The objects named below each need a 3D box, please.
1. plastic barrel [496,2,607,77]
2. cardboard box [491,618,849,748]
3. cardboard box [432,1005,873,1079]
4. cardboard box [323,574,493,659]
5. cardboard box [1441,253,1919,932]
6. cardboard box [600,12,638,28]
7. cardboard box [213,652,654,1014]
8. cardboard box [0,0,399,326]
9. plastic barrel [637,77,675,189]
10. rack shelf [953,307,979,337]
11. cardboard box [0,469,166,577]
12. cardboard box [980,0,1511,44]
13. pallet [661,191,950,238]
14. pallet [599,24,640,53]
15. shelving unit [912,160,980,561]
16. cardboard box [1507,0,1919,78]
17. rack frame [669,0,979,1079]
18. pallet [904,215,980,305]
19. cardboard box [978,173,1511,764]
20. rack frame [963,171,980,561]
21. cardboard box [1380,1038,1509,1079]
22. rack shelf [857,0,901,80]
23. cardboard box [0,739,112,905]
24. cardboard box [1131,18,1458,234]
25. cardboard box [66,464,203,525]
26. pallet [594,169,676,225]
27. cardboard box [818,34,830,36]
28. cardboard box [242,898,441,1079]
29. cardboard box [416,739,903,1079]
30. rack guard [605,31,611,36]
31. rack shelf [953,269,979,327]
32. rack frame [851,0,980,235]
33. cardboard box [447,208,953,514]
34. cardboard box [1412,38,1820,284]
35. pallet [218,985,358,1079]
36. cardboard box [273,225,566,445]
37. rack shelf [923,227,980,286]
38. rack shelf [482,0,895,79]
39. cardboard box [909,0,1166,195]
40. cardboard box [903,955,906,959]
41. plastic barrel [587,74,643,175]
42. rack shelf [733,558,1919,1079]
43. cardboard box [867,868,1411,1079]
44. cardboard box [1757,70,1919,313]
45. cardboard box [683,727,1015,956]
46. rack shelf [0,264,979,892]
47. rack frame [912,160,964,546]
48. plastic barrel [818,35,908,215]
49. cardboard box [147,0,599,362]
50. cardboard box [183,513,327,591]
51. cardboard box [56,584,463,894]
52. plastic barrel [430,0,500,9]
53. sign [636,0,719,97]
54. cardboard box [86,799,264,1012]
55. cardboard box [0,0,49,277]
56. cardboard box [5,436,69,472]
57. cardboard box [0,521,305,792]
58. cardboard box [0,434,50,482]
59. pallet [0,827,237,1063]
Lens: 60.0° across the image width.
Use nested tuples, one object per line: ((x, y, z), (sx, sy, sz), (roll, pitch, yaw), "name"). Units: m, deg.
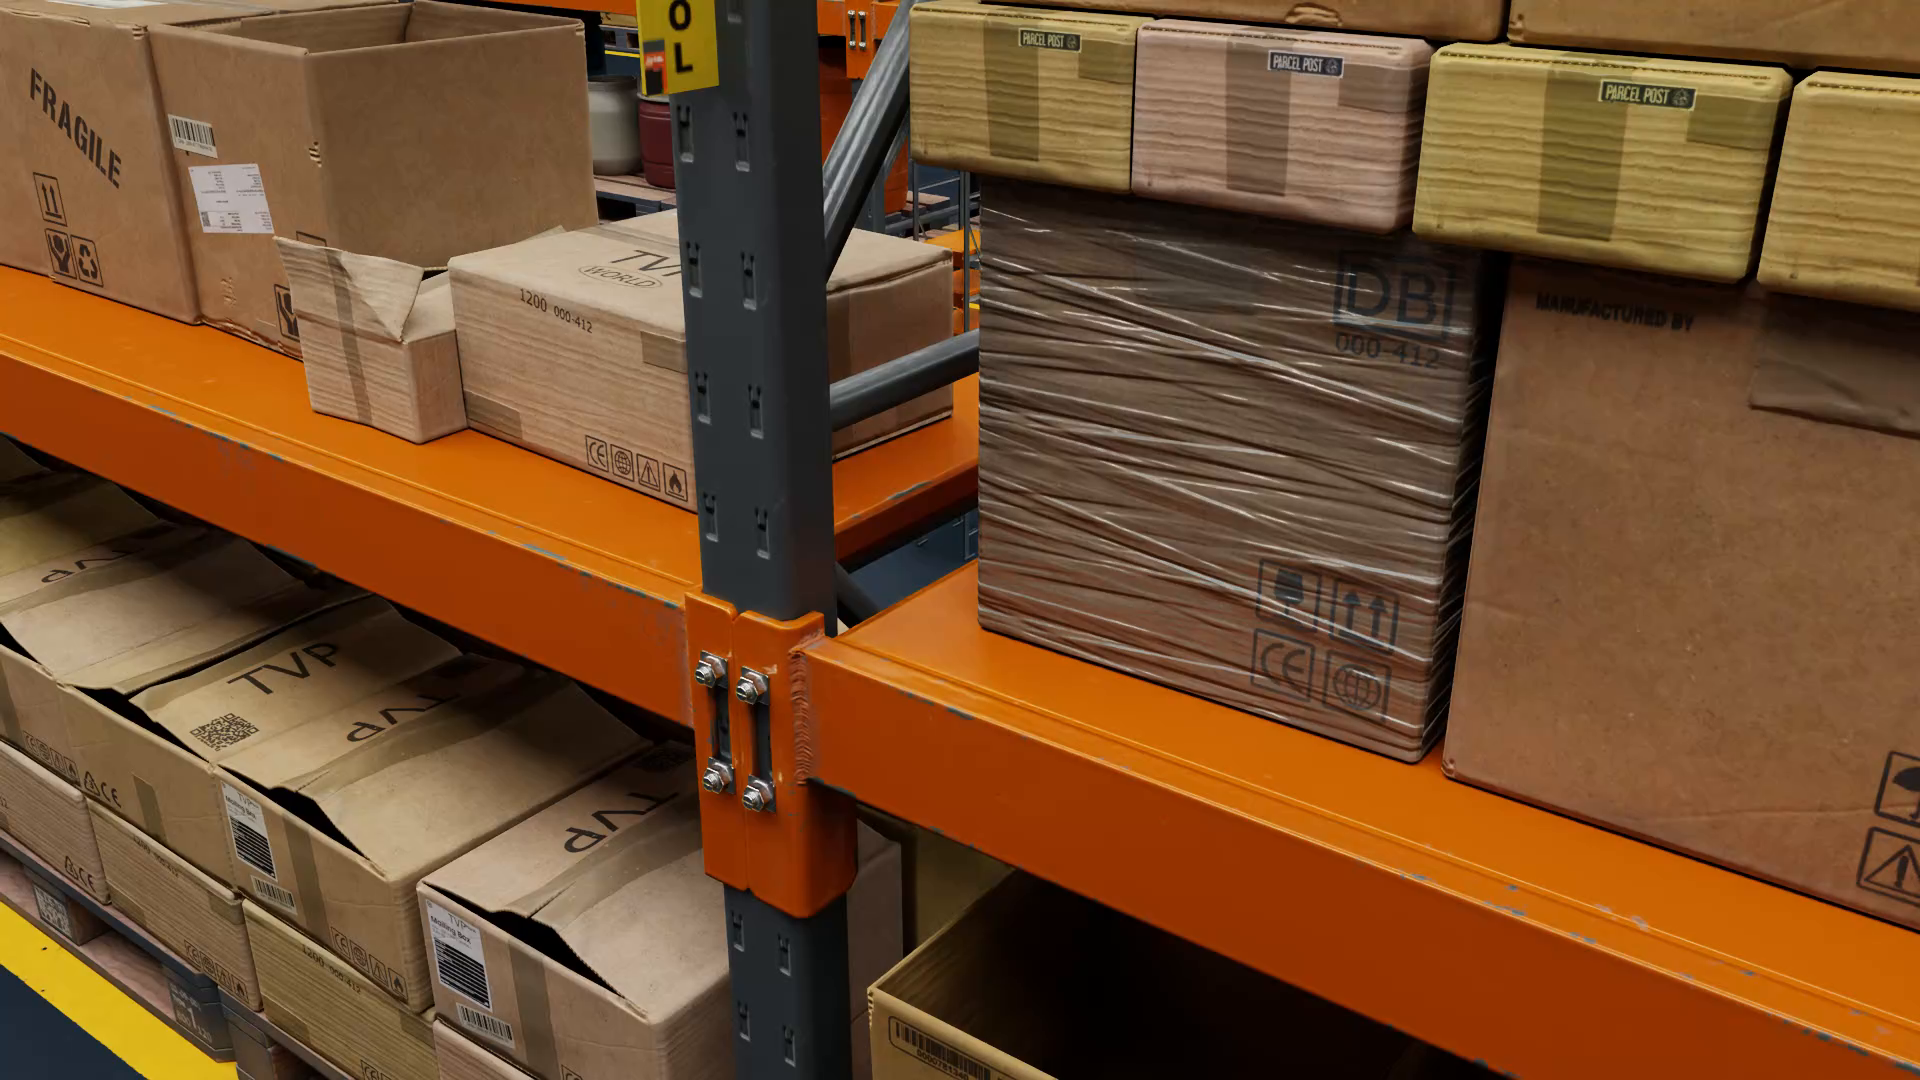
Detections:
((-2.373, -2.704, 9.749), (0.708, 0.901, 0.600), (17, 29, 33), "plastic barrel")
((-0.516, 0.258, 3.139), (0.500, 0.311, 0.500), (16, 29, 33), "cardboard box")
((-0.443, 0.811, 2.579), (0.500, 0.250, 0.500), (16, 29, 33), "cardboard box")
((-0.931, 0.133, 3.422), (0.500, 0.311, 0.500), (16, 28, 32), "cardboard box")
((0.847, -0.064, 1.551), (0.500, 0.500, 0.700), (16, 29, 33), "cardboard box")
((-3.035, -5.437, 15.983), (0.875, 0.875, 0.875), (17, 29, 33), "cardboard box")
((-0.853, 0.431, 2.744), (0.500, 0.311, 0.500), (18, 29, 35), "cardboard box")
((-1.364, -0.734, 3.072), (0.500, 0.500, 0.500), (17, 29, 33), "cardboard box")
((-1.470, -2.288, 9.192), (0.708, 0.588, 0.600), (17, 29, 33), "plastic barrel")
((0.012, -0.615, 4.970), (0.180, 0.103, 0.258), (17, 29, 33), "rack shelf")
((-2.063, 0.063, 3.580), (0.500, 0.311, 0.500), (16, 28, 32), "cardboard box")
((0.422, -0.783, 1.574), (0.500, 0.500, 0.700), (17, 29, 34), "cardboard box")
((-0.820, -1.714, 8.879), (1.213, 0.211, 1.003), (17, 29, 33), "pallet")
((-2.909, -4.902, 16.113), (1.213, 0.211, 1.003), (17, 29, 33), "pallet")
((0.012, -0.546, 5.000), (0.189, 1.200, 0.258), (17, 29, 33), "shelving unit")
((0.827, -0.661, 1.297), (0.500, 0.500, 0.700), (17, 29, 33), "cardboard box")
((0.063, -0.249, 2.094), (0.127, 3.000, 1.000), (17, 29, 33), "rack frame")
((0.432, -1.337, 8.024), (1.213, 0.211, 1.003), (17, 29, 33), "pallet")
((0.422, -0.189, 1.835), (0.500, 0.500, 0.700), (16, 28, 32), "cardboard box")
((0.085, -0.523, 4.950), (0.006, 1.200, 0.240), (17, 29, 33), "rack frame")
((0.651, 0.806, 1.661), (0.500, 0.500, 0.500), (17, 29, 33), "cardboard box")
((1.436, -2.000, 6.962), (4.000, 0.370, 1.077), (17, 29, 33), "rack shelf")
((-1.663, 0.441, 3.419), (0.500, 0.250, 0.500), (18, 29, 34), "cardboard box")
((0.362, -0.403, 1.517), (0.250, 0.149, 0.380), (17, 29, 34), "cardboard box")
((-1.749, -0.113, 3.980), (0.500, 0.311, 0.500), (17, 29, 33), "cardboard box")
((-1.792, -2.010, 9.549), (1.213, 0.211, 1.003), (17, 29, 33), "pallet")
((-0.875, -4.784, 14.502), (0.875, 0.875, 0.875), (17, 29, 33), "cardboard box")
((-0.847, 0.688, 2.858), (0.500, 0.250, 0.500), (16, 29, 33), "cardboard box")
((-0.433, 0.555, 2.463), (0.500, 0.311, 0.500), (17, 29, 33), "cardboard box")
((-3.615, -5.208, 16.450), (0.348, 0.500, 1.175), (17, 29, 33), "rack guard")
((0.012, -0.725, 4.921), (0.180, 0.103, 0.258), (17, 29, 33), "rack shelf")
((-0.164, -2.813, 7.915), (0.127, 3.000, 1.000), (17, 29, 33), "rack frame")
((-0.357, -0.285, 2.363), (0.500, 0.250, 0.500), (19, 30, 36), "cardboard box")
((0.570, -0.341, 1.376), (0.250, 0.149, 0.380), (16, 28, 32), "cardboard box")
((-0.550, 0.862, 3.032), (1.213, 0.211, 1.003), (17, 29, 33), "pallet")
((-0.751, -0.341, 2.470), (0.258, 0.266, 0.396), (16, 28, 32), "cardboard box")
((0.012, -0.834, 4.873), (0.180, 0.103, 0.258), (17, 29, 33), "rack shelf")
((-1.765, -2.968, 9.158), (4.000, 0.370, 1.077), (17, 29, 33), "rack shelf")
((0.162, -0.464, 1.654), (0.250, 0.149, 0.380), (17, 29, 33), "cardboard box")
((-0.111, 0.640, 2.967), (0.500, 0.250, 0.500), (16, 28, 32), "cardboard box")
((-1.975, -2.361, 9.452), (0.421, 0.512, 0.421), (0, 24, 0), "plastic barrel")
((1.663, 0.564, 1.142), (4.000, 0.370, 1.077), (17, 29, 33), "rack shelf")
((0.246, 0.687, 1.929), (0.500, 0.500, 0.500), (17, 29, 33), "cardboard box")
((0.781, -0.278, 1.233), (0.250, 0.149, 0.380), (17, 29, 33), "cardboard box")
((-0.119, 0.380, 2.860), (0.500, 0.311, 0.500), (17, 29, 33), "cardboard box")
((-1.538, -0.403, 3.337), (4.000, 0.370, 1.077), (17, 29, 33), "rack shelf")
((-0.062, -0.568, 5.050), (0.006, 1.200, 0.240), (17, 29, 33), "rack frame")
((-0.566, -2.125, 8.524), (0.708, 0.830, 0.600), (17, 29, 33), "plastic barrel")
((-0.964, -0.613, 2.797), (0.500, 0.500, 0.500), (19, 30, 37), "cardboard box")
((-1.350, 0.009, 3.703), (0.500, 0.311, 0.500), (18, 29, 35), "cardboard box")
((-1.251, 0.310, 3.020), (0.500, 0.311, 0.500), (17, 29, 33), "cardboard box")
((-2.940, -2.875, 10.138), (0.708, 0.901, 0.600), (17, 29, 33), "plastic barrel")
((-0.255, -0.565, 1.474), (0.005, 0.325, 0.100), (17, 29, 33), "sign")
((-1.256, 0.564, 3.139), (0.500, 0.250, 0.500), (18, 29, 34), "cardboard box")
((-1.786, -0.861, 3.361), (0.500, 0.500, 0.500), (15, 28, 31), "cardboard box")
((-2.151, -0.236, 4.259), (0.500, 0.311, 0.500), (16, 29, 33), "cardboard box")
((-1.651, 0.187, 3.299), (0.500, 0.311, 0.500), (16, 29, 33), "cardboard box")
((-2.470, -0.061, 3.862), (0.500, 0.311, 0.500), (16, 28, 32), "cardboard box")
((-1.531, 0.567, 3.702), (1.213, 0.211, 1.003), (17, 29, 33), "pallet")
